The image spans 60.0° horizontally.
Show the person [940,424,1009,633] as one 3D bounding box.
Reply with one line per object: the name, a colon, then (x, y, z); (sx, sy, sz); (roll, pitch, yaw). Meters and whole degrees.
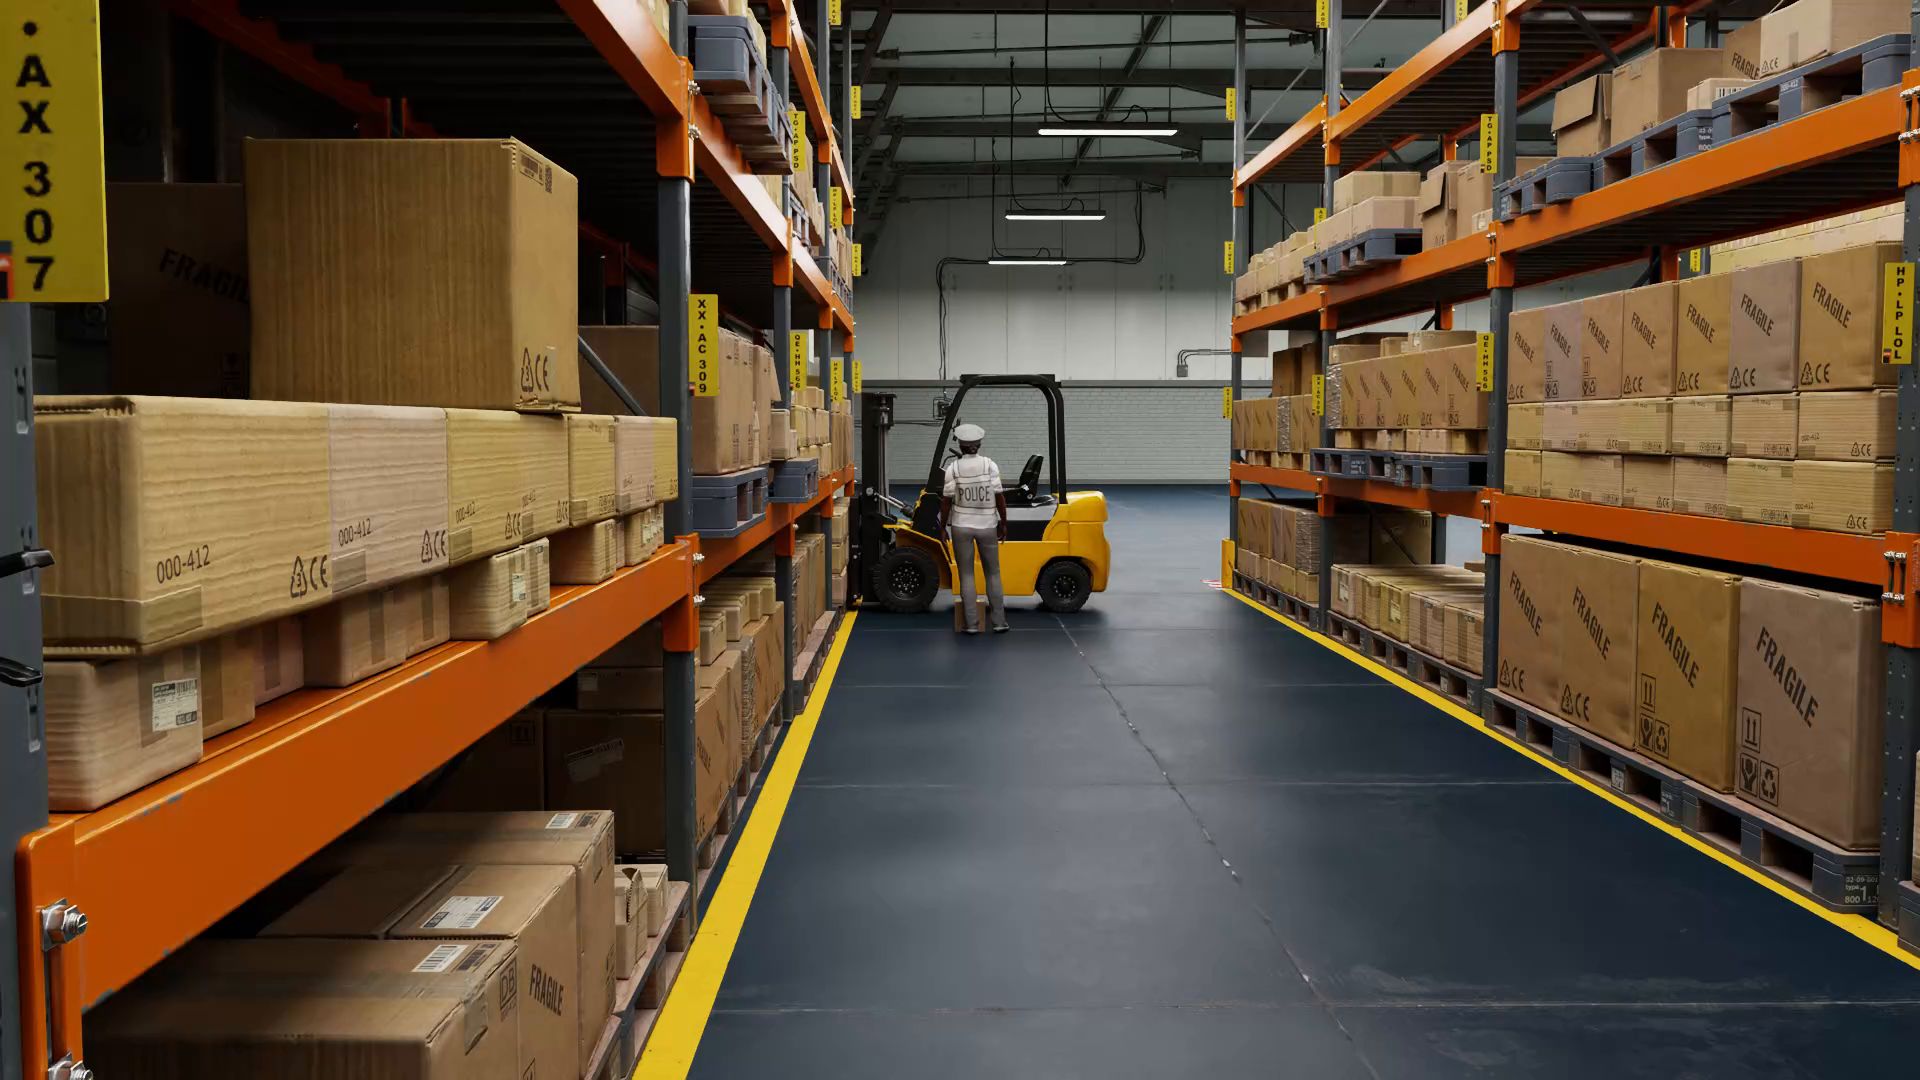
person: (0.125, -0.094, 13.497); (0.570, 1.696, 0.529); (0, 4, -1)
